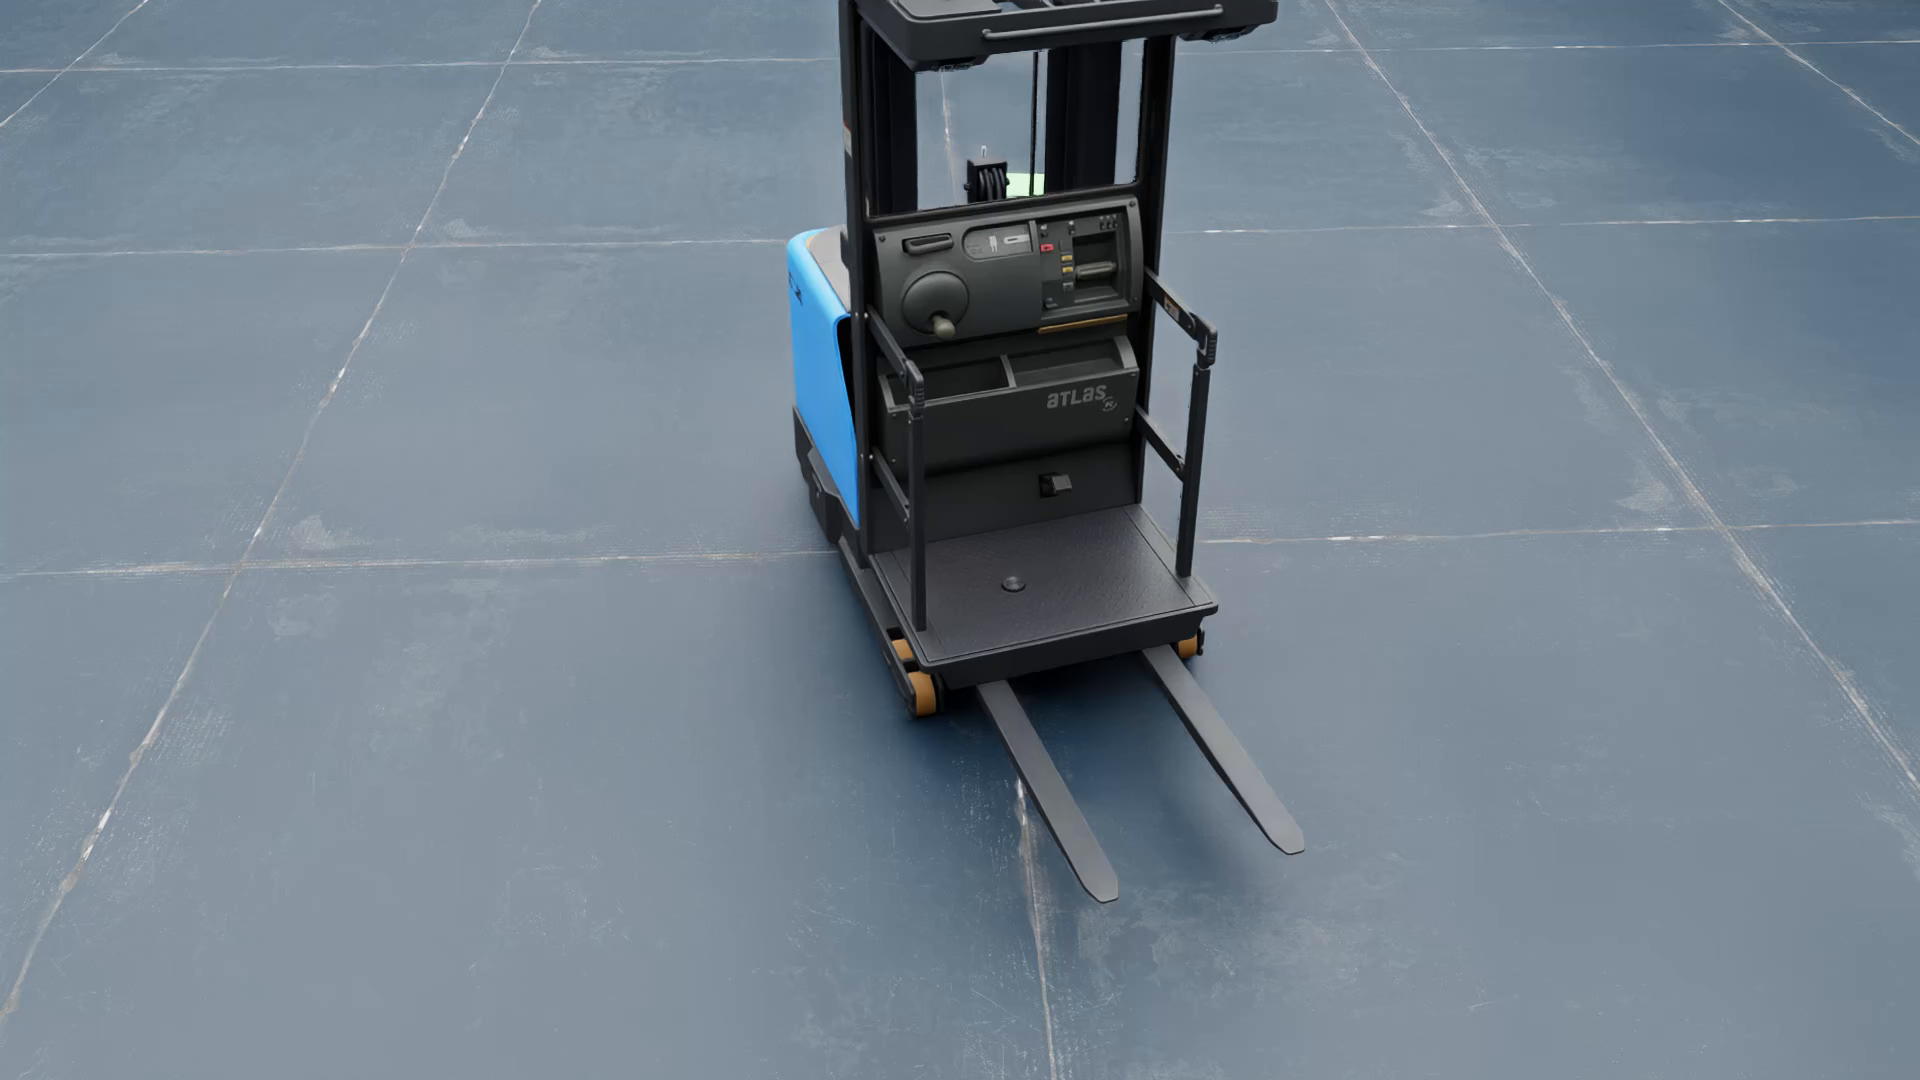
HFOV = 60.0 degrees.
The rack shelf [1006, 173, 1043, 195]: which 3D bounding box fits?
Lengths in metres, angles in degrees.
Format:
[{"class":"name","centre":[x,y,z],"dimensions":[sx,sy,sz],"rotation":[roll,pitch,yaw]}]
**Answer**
[{"class":"rack shelf","centre":[0.335,-1.447,7.055],"dimensions":[0.480,0.148,0.258],"rotation":[2,35,3]}]

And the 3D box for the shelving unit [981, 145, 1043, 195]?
[{"class":"shelving unit","centre":[0.335,-1.104,7.292],"dimensions":[0.503,1.200,0.258],"rotation":[2,35,3]}]

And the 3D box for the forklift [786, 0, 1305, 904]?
[{"class":"forklift","centre":[0.243,-0.844,5.394],"dimensions":[1.130,2.935,3.031],"rotation":[-11,36,-15]}]

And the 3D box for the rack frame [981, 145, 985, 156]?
[{"class":"rack frame","centre":[0.091,-1.114,7.306],"dimensions":[0.015,1.200,0.240],"rotation":[2,35,3]}]
